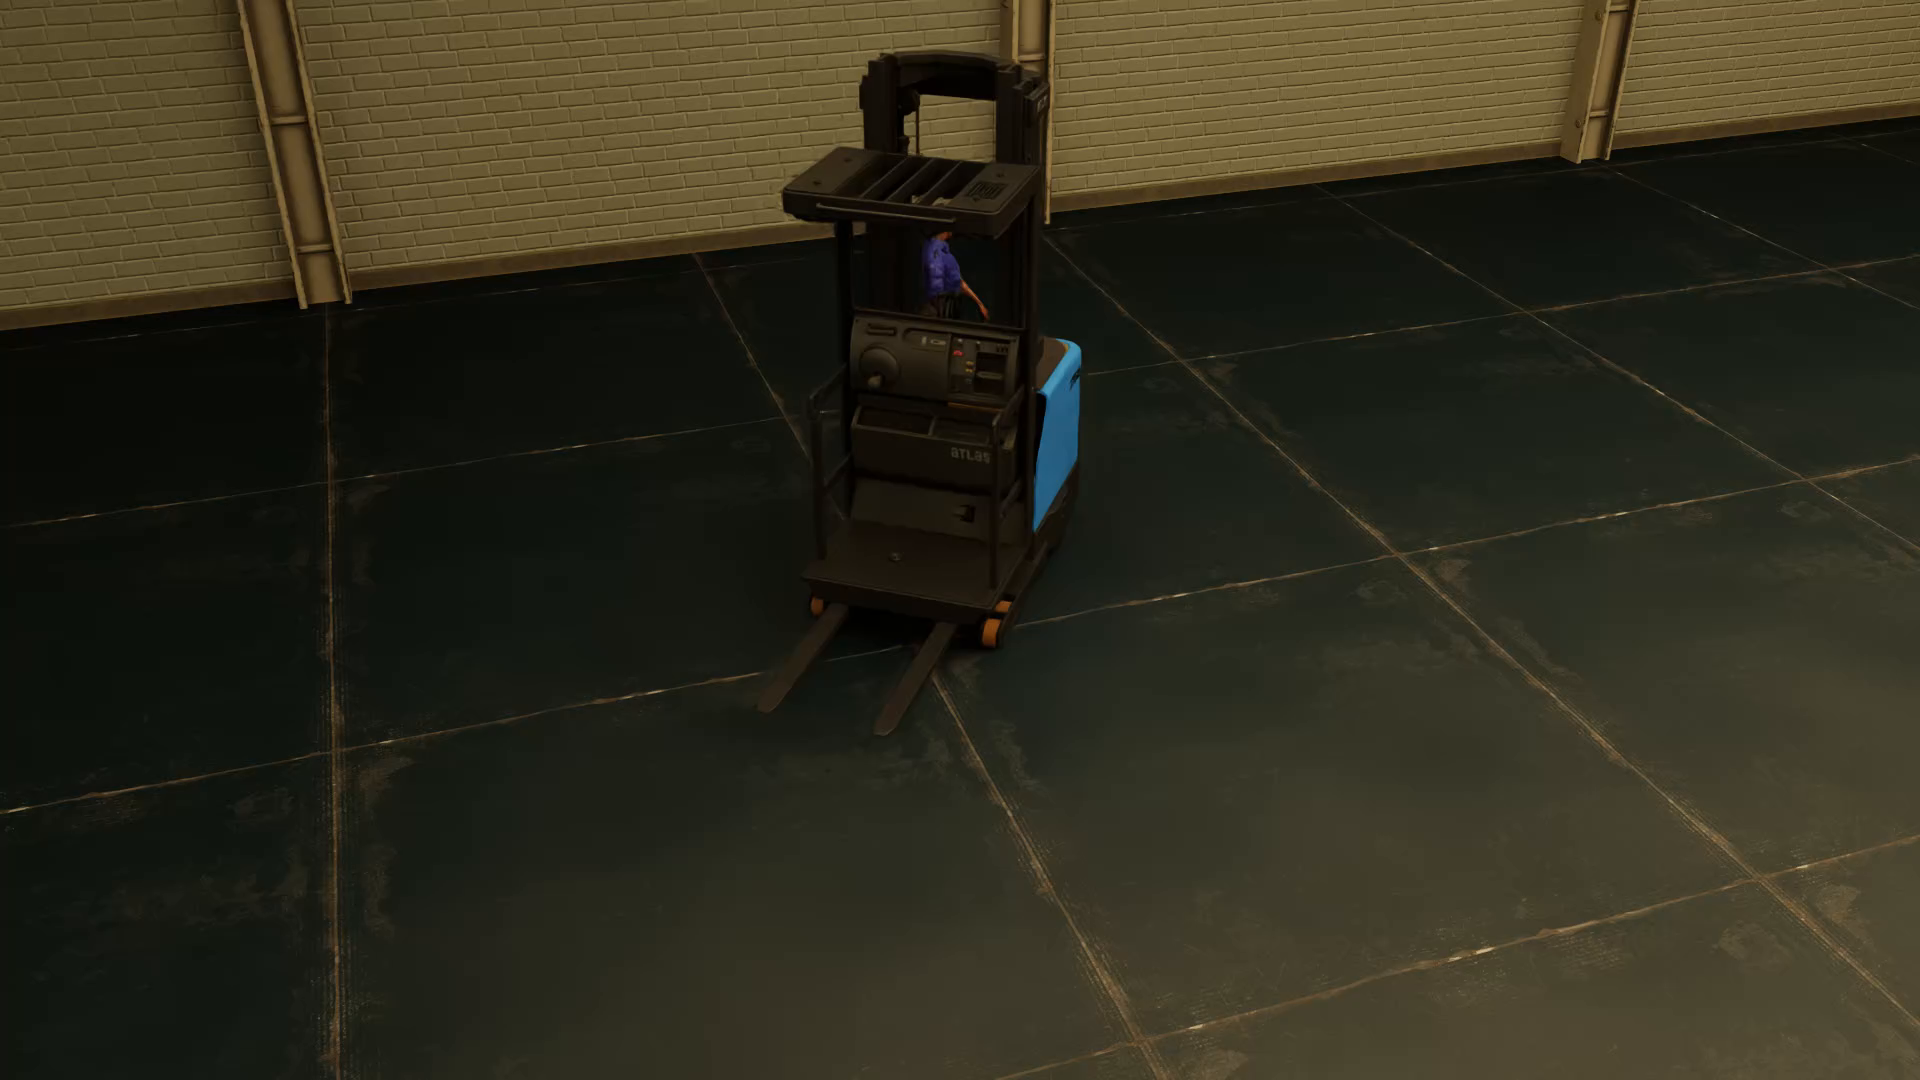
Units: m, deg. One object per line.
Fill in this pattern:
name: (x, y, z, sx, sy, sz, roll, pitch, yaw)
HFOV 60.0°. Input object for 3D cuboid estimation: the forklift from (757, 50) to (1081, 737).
forklift: (-0.205, -0.907, 8.664, 1.130, 2.935, 3.031, 9, 31, 16)

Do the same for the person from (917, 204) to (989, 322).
person: (-0.089, -1.395, 10.859, 0.681, 1.594, 0.605, -6, 31, -11)
